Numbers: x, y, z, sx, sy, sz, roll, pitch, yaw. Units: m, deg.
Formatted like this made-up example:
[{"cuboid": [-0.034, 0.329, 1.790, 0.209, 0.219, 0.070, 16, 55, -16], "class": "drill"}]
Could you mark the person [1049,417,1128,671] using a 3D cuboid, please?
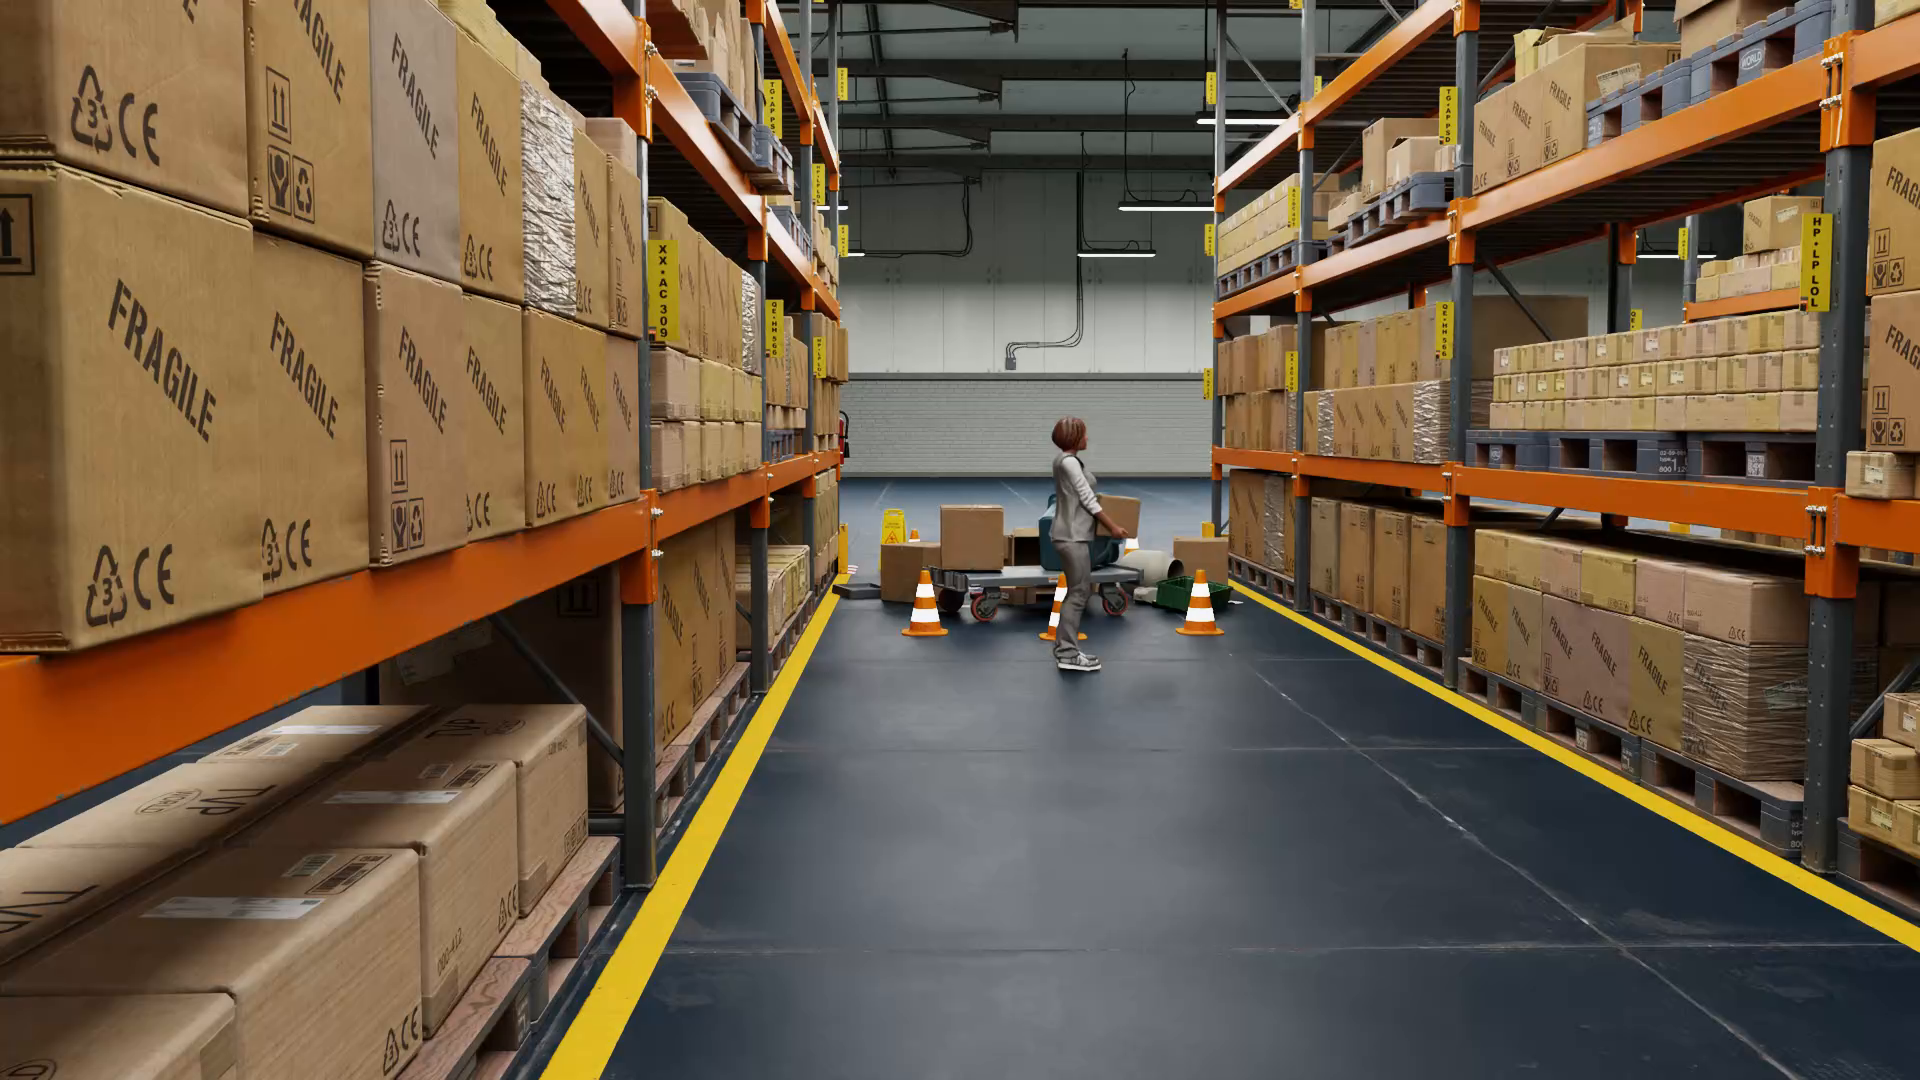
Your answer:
[{"cuboid": [0.804, 0.018, 10.506, 0.493, 1.591, 0.404, 0, 4, 0], "class": "person"}]
